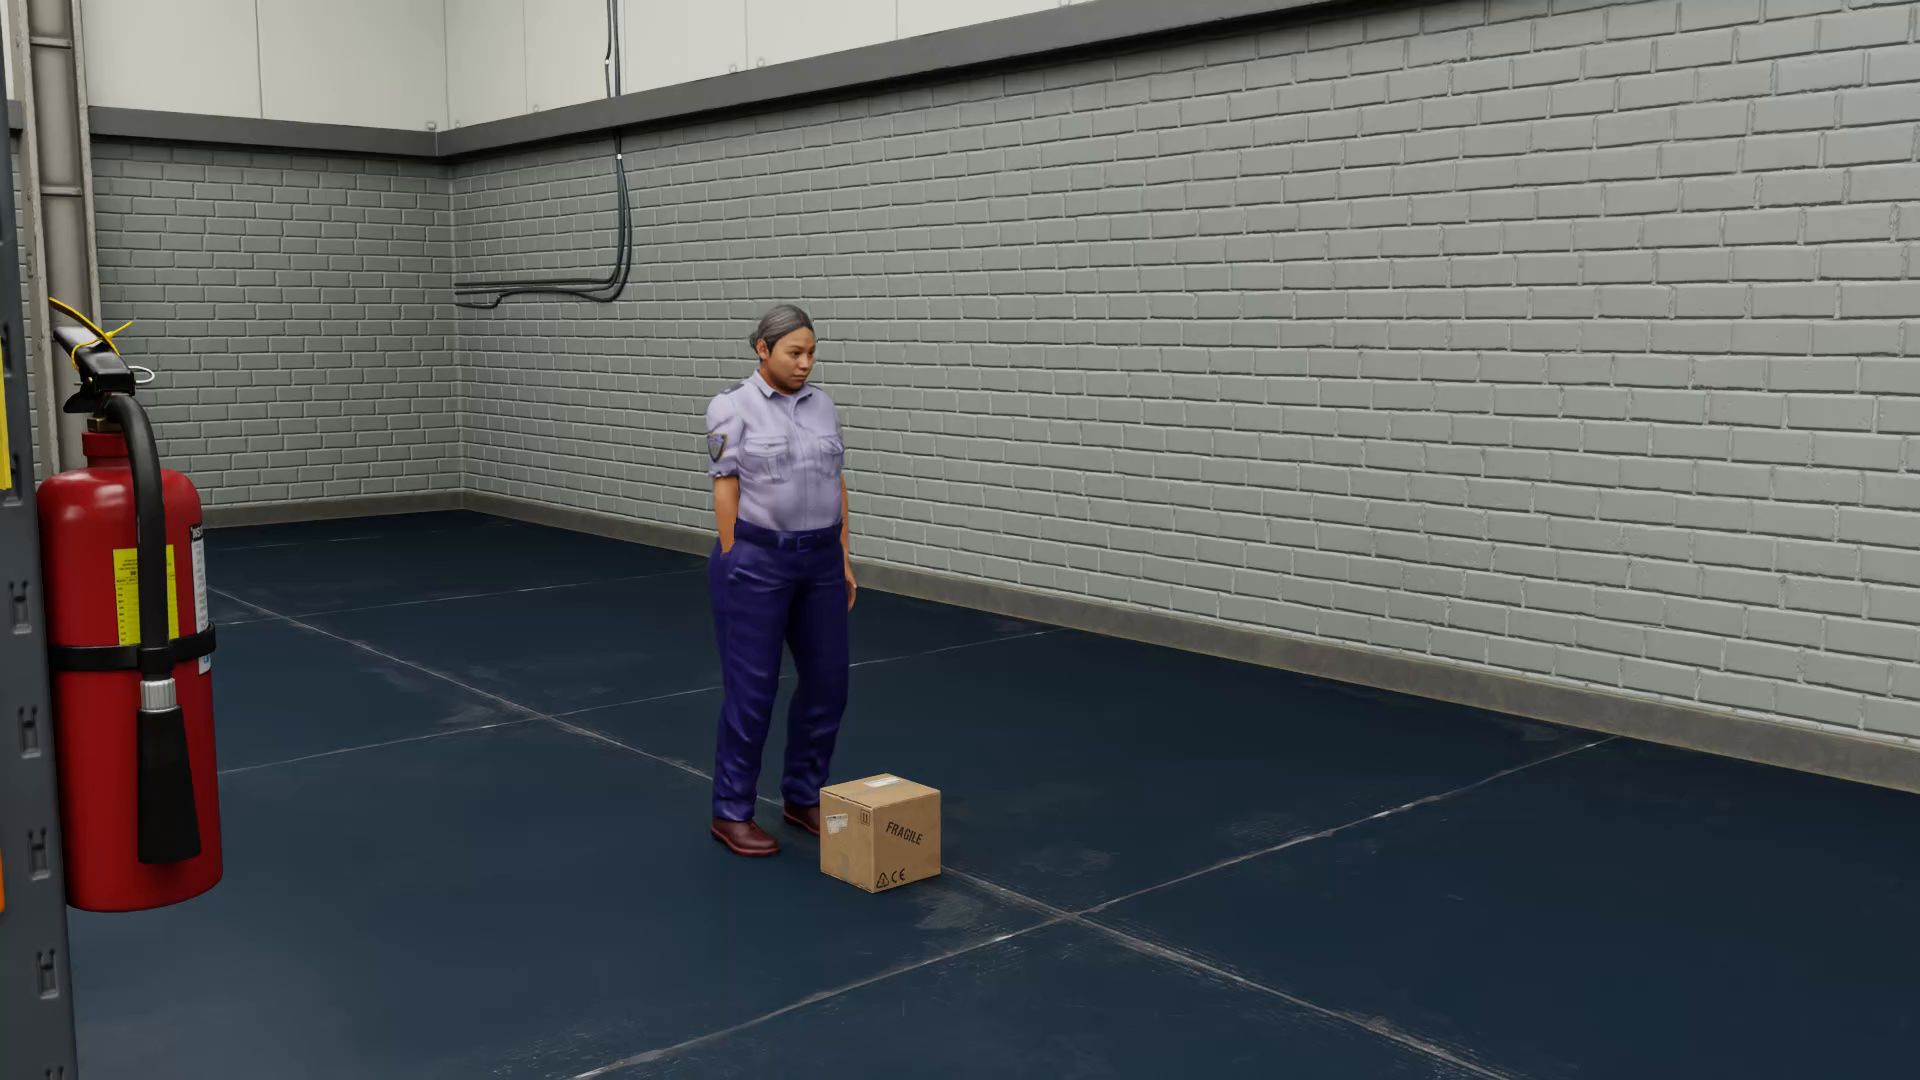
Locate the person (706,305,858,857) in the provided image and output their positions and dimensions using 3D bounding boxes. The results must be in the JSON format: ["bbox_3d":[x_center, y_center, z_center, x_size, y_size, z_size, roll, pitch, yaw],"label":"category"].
[{"bbox_3d":[-0.525,0.111,5.072,0.474,1.642,0.313,-6,10,-40],"label":"person"}]
